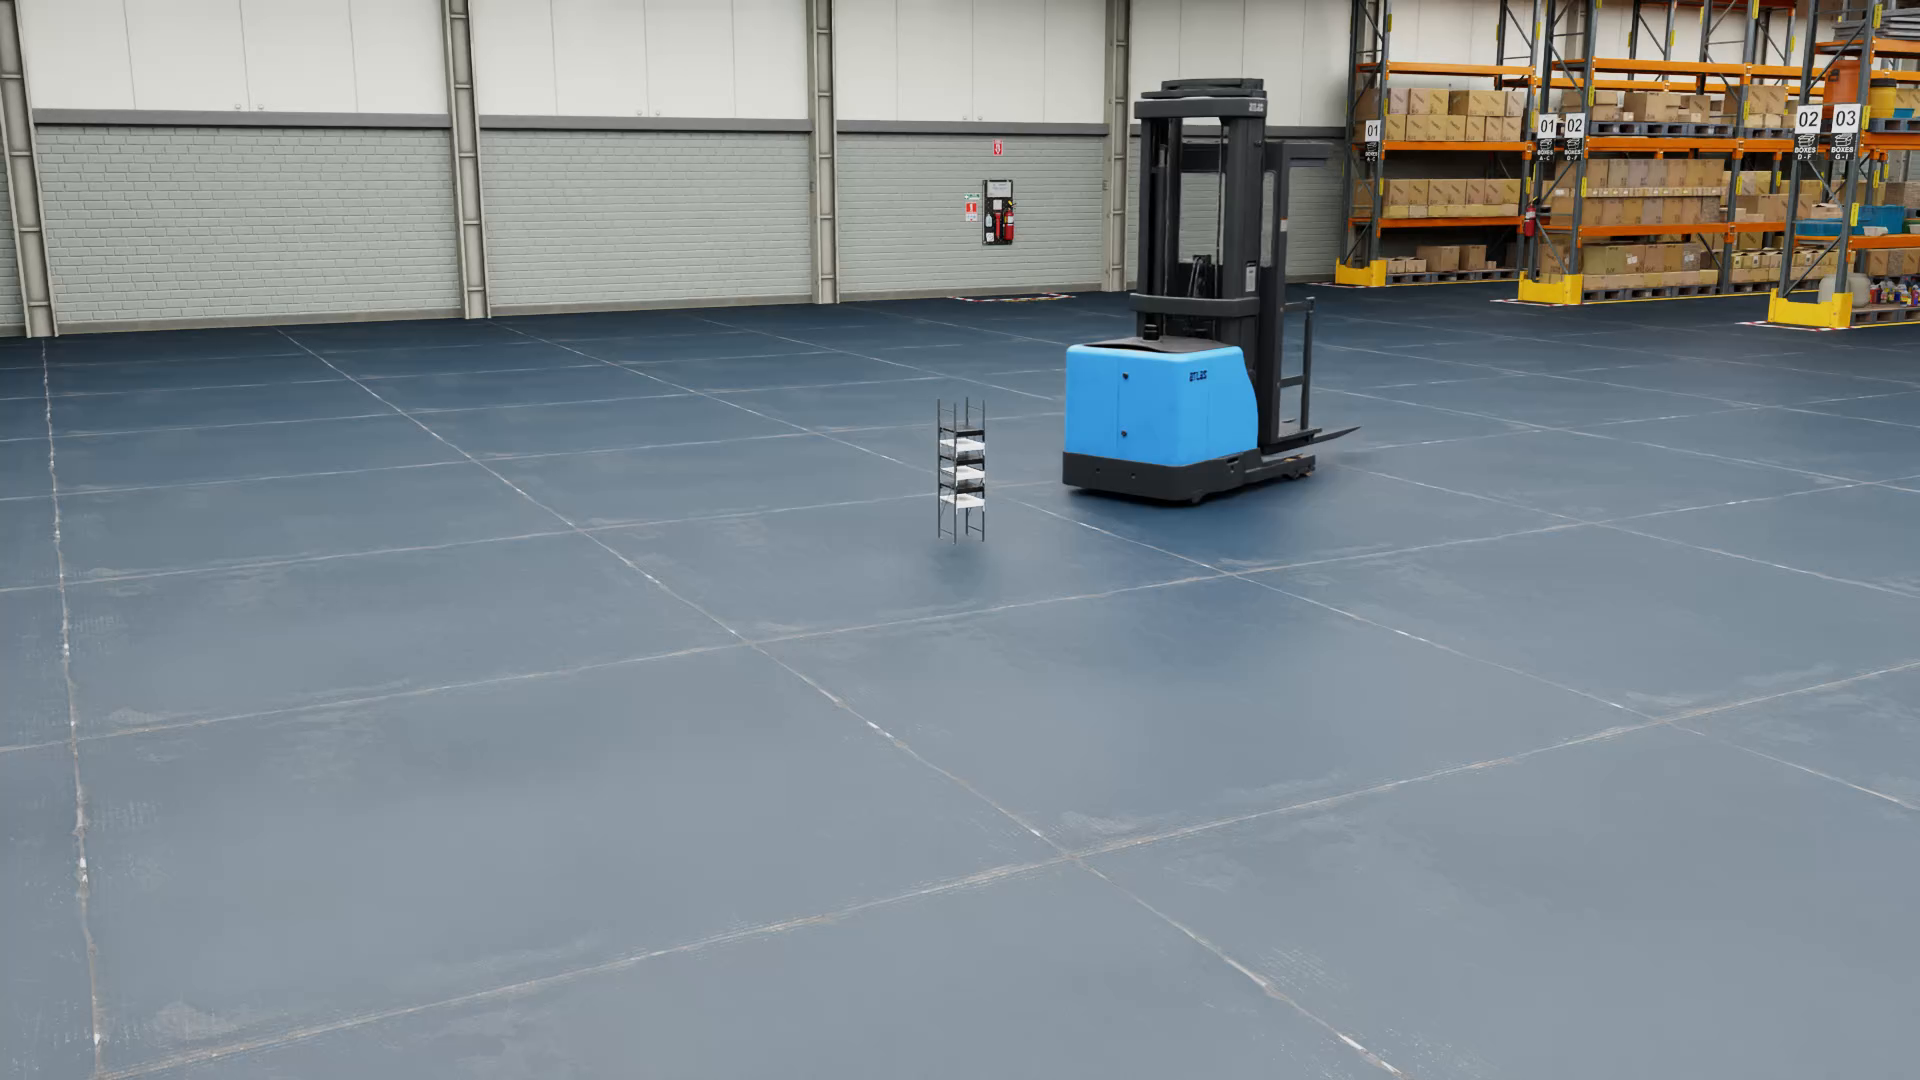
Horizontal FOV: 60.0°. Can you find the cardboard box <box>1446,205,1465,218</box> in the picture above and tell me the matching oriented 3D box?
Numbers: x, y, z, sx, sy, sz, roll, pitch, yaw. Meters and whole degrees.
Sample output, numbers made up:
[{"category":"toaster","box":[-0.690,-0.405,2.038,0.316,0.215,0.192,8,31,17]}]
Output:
[{"category":"cardboard box","box":[9.919,-6.701,33.848,0.500,0.250,0.500,-7,14,-27]}]

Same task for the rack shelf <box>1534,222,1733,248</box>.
[{"category":"rack shelf","box":[12.127,-5.517,29.929,4.000,0.370,1.077,-7,14,-28]}]

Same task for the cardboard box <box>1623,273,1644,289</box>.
[{"category":"cardboard box","box":[11.825,-4.640,29.701,0.500,0.250,0.500,-7,14,-28]}]

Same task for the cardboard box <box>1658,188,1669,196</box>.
[{"category":"cardboard box","box":[12.400,-6.212,29.673,0.250,0.149,0.380,-6,14,-26]}]

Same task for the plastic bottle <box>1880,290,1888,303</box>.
[{"category":"plastic bottle","box":[14.576,-3.843,26.226,0.097,0.201,0.097,0,13,0]}]

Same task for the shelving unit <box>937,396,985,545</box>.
[{"category":"shelving unit","box":[0.007,-0.440,10.514,0.210,0.900,0.258,-7,14,-28]}]

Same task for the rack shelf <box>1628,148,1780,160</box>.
[{"category":"rack shelf","box":[16.772,-8.776,37.579,4.000,0.370,1.077,-7,14,-28]}]

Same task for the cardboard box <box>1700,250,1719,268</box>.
[{"category":"cardboard box","box":[14.101,-5.313,31.414,0.500,0.311,0.500,-7,14,-28]}]

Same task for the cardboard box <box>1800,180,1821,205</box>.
[{"category":"cardboard box","box":[19.655,-8.150,39.308,0.700,0.700,0.980,-7,15,-29]}]

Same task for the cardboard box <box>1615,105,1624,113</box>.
[{"category":"cardboard box","box":[11.744,-7.581,29.558,0.500,0.311,0.500,-5,14,-21]}]

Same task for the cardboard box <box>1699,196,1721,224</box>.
[{"category":"cardboard box","box":[13.496,-6.079,30.561,0.500,0.500,0.700,-7,15,-29]}]

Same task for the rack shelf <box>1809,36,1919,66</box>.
[{"category":"rack shelf","box":[14.497,-7.293,25.071,4.000,0.370,1.077,-7,14,-28]}]

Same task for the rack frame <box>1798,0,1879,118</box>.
[{"category":"rack frame","box":[12.742,-7.629,24.013,0.127,3.000,1.000,-7,14,-28]}]

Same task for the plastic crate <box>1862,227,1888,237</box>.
[{"category":"plastic crate","box":[13.681,-4.606,24.843,0.250,0.136,0.298,-7,14,-28]}]

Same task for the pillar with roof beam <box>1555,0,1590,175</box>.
[{"category":"pillar with roof beam","box":[15.524,-9.580,32.683,0.400,9.000,9.100,-7,14,-28]}]

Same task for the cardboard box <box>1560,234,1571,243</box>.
[{"category":"cardboard box","box":[12.984,-6.576,35.982,0.500,0.250,0.500,-7,15,-29]}]

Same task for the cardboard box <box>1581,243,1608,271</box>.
[{"category":"cardboard box","box":[11.570,-5.108,30.074,0.500,0.500,0.500,-7,14,-28]}]

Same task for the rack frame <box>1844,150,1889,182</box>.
[{"category":"rack frame","box":[22.038,-8.295,40.635,0.127,3.000,1.000,-7,14,-28]}]

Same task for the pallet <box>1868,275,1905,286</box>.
[{"category":"pallet","box":[18.067,-5.210,33.277,1.213,0.211,1.003,-7,14,-28]}]

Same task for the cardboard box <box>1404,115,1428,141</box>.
[{"category":"cardboard box","box":[8.897,-8.170,32.975,0.500,0.500,0.500,-6,14,-24]}]

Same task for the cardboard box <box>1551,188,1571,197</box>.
[{"category":"cardboard box","box":[10.616,-6.099,29.175,0.250,0.149,0.380,-7,15,-29]}]

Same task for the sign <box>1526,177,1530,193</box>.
[{"category":"sign","box":[11.772,-7.351,34.469,0.005,0.325,0.100,-7,14,-28]}]

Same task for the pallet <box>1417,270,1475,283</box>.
[{"category":"pallet","box":[9.861,-5.465,34.413,1.213,0.211,1.003,-7,14,-28]}]

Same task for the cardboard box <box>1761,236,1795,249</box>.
[{"category":"cardboard box","box":[19.233,-6.918,39.255,0.500,0.500,0.700,-7,14,-27]}]

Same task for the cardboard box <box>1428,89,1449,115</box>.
[{"category":"cardboard box","box":[9.358,-8.714,33.115,0.500,0.500,0.500,-6,14,-26]}]

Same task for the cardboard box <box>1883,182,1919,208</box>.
[{"category":"cardboard box","box":[18.786,-6.900,33.253,0.500,0.500,0.700,-4,13,-17]}]

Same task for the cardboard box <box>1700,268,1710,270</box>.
[{"category":"cardboard box","box":[14.108,-5.041,31.483,0.500,0.250,0.500,-7,14,-28]}]

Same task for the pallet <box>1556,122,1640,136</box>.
[{"category":"pallet","box":[11.005,-7.147,28.904,1.213,0.211,1.003,-7,14,-28]}]

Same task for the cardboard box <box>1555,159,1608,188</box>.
[{"category":"cardboard box","box":[10.834,-6.391,28.994,0.500,0.500,0.700,-7,14,-28]}]

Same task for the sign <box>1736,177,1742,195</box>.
[{"category":"sign","box":[14.150,-6.432,30.207,0.005,0.325,0.100,-7,14,-28]}]

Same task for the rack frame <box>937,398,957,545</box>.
[{"category":"rack frame","box":[-0.082,-0.429,10.467,0.006,0.900,0.240,-7,14,-28]}]

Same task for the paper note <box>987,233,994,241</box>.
[{"category":"paper note","box":[0.552,-5.533,30.369,0.142,0.148,0.016,-7,14,-28]}]

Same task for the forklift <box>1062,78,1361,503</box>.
[{"category":"forklift","box":[2.085,-1.950,12.598,1.130,2.935,3.031,11,16,39]}]

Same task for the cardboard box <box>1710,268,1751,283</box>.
[{"category":"cardboard box","box":[14.355,-4.936,31.017,0.500,0.250,0.500,-7,15,-29]}]

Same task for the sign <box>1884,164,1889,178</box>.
[{"category":"sign","box":[22.286,-8.869,40.010,0.005,0.325,0.100,-7,14,-28]}]

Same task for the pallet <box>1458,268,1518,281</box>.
[{"category":"pallet","box":[10.933,-5.594,34.987,1.213,0.211,1.003,-7,14,-28]}]

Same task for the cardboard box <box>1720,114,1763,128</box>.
[{"category":"cardboard box","box":[14.428,-7.736,30.706,0.500,0.250,0.500,-5,14,-22]}]

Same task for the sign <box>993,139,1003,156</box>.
[{"category":"sign","box":[0.686,-7.117,30.123,0.199,0.298,0.001,-7,14,-28]}]

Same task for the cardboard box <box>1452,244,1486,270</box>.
[{"category":"cardboard box","box":[10.614,-5.911,34.732,0.500,0.500,0.500,-8,15,-32]}]

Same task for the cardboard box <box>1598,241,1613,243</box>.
[{"category":"cardboard box","box":[13.902,-6.331,36.599,0.500,0.500,0.700,-7,14,-28]}]

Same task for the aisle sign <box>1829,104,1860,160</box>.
[{"category":"aisle sign","box":[12.819,-5.907,24.102,0.004,0.787,0.394,-7,14,-28]}]

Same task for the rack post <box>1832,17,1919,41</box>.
[{"category":"rack post","box":[13.466,-7.440,24.312,0.954,0.300,0.937,-5,14,-22]}]

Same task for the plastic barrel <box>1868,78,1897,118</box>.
[{"category":"plastic barrel","box":[13.681,-6.607,24.917,0.600,0.588,0.600,0,13,0]}]

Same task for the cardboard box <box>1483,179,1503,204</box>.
[{"category":"cardboard box","box":[10.804,-7.172,34.233,0.500,0.500,0.500,-7,14,-28]}]

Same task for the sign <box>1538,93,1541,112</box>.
[{"category":"sign","box":[10.124,-7.620,28.968,0.005,0.325,0.100,-7,14,-28]}]

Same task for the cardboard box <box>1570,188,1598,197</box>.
[{"category":"cardboard box","box":[10.819,-6.022,28.832,0.250,0.149,0.380,-7,14,-28]}]

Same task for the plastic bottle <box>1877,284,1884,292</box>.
[{"category":"plastic bottle","box":[14.500,-3.902,26.316,0.135,0.276,0.152,-7,15,-29]}]

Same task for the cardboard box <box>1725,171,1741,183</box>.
[{"category":"cardboard box","box":[17.339,-8.239,37.730,0.500,0.250,0.500,-7,14,-27]}]

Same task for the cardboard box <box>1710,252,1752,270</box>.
[{"category":"cardboard box","box":[14.365,-5.211,30.959,0.500,0.311,0.500,-7,14,-28]}]
